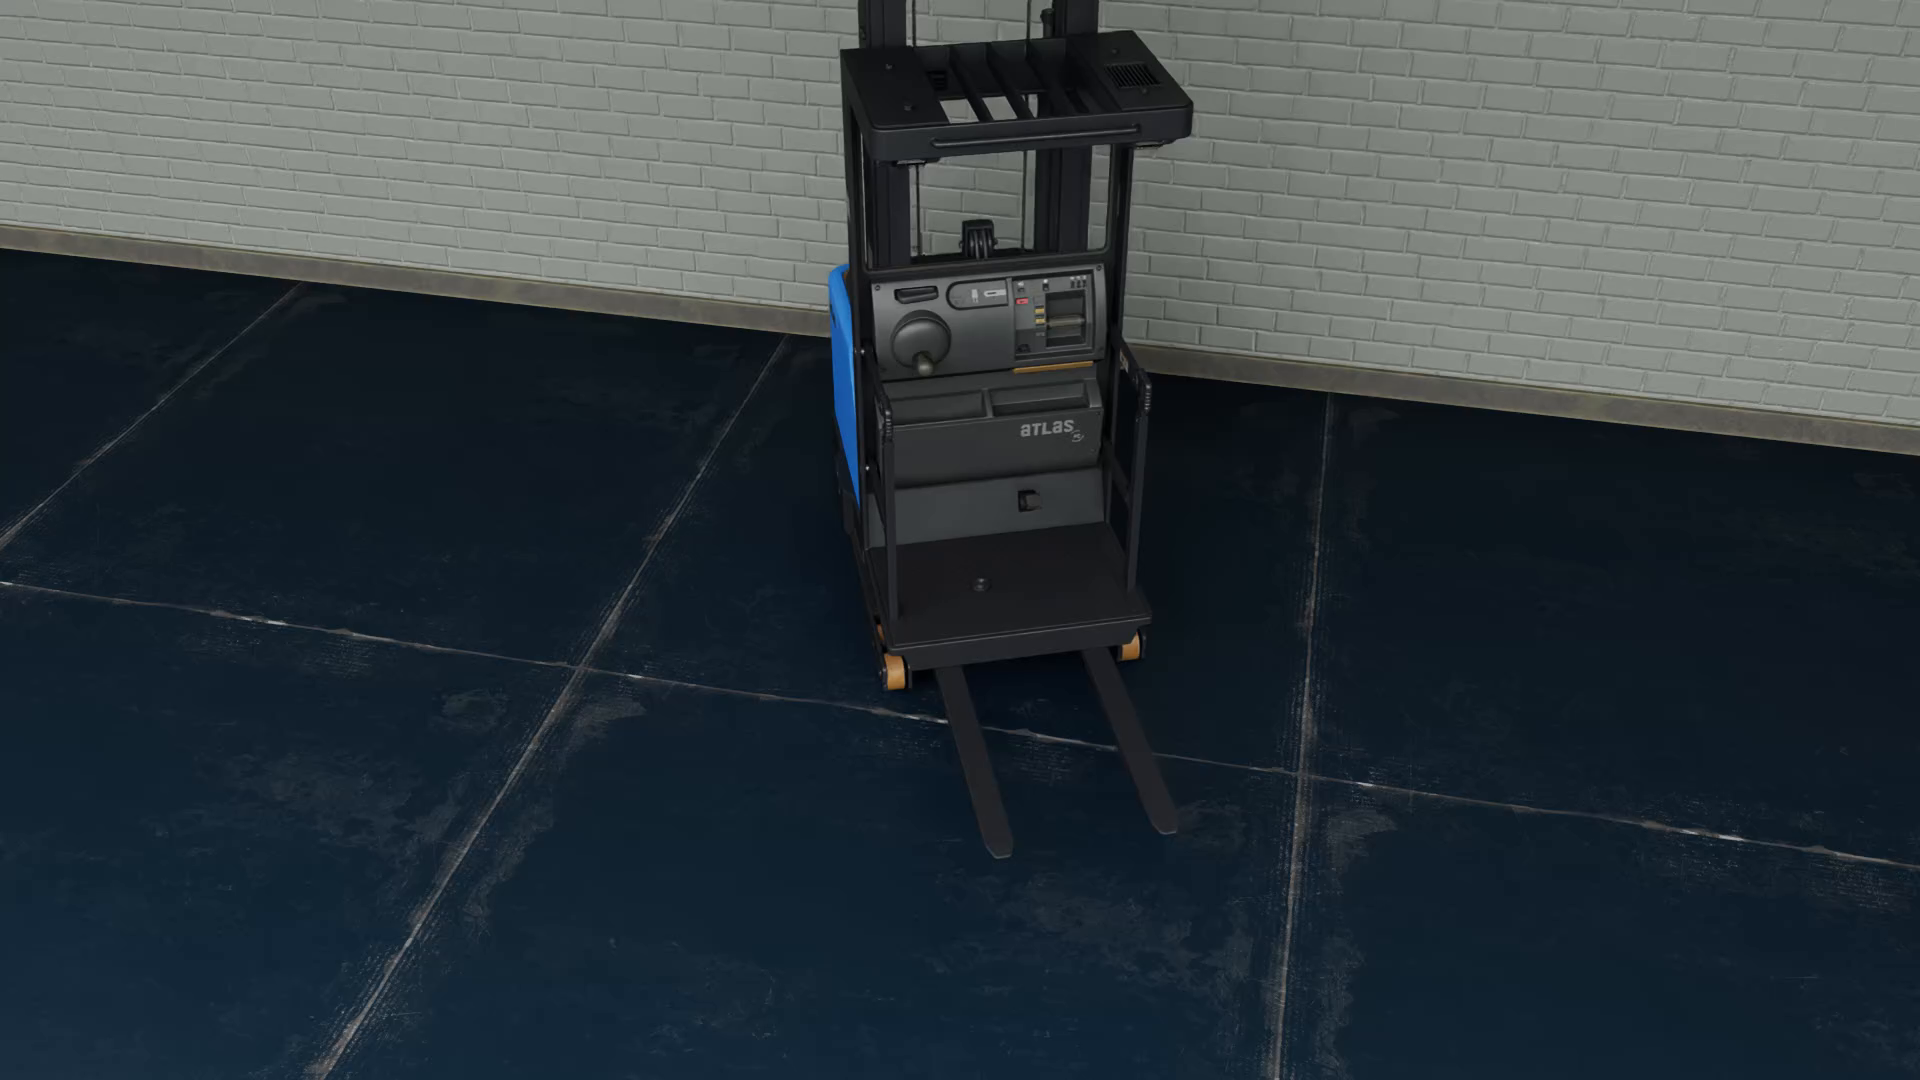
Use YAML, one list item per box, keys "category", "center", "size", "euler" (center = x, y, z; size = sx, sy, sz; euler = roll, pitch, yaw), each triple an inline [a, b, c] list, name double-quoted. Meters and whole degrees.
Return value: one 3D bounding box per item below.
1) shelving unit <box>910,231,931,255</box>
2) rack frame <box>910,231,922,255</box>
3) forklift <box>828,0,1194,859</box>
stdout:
- category: "shelving unit"
  center: [-0.259, -0.979, 8.205]
  size: [0.215, 1.050, 0.252]
  euler: [-7, 36, -9]
- category: "rack frame"
  center: [-0.283, -1.049, 8.302]
  size: [0.200, 1.050, 0.008]
  euler: [-7, 36, -9]
- category: "forklift"
  center: [0.162, -0.800, 6.356]
  size: [1.130, 2.935, 3.031]
  euler: [-6, 36, -9]
